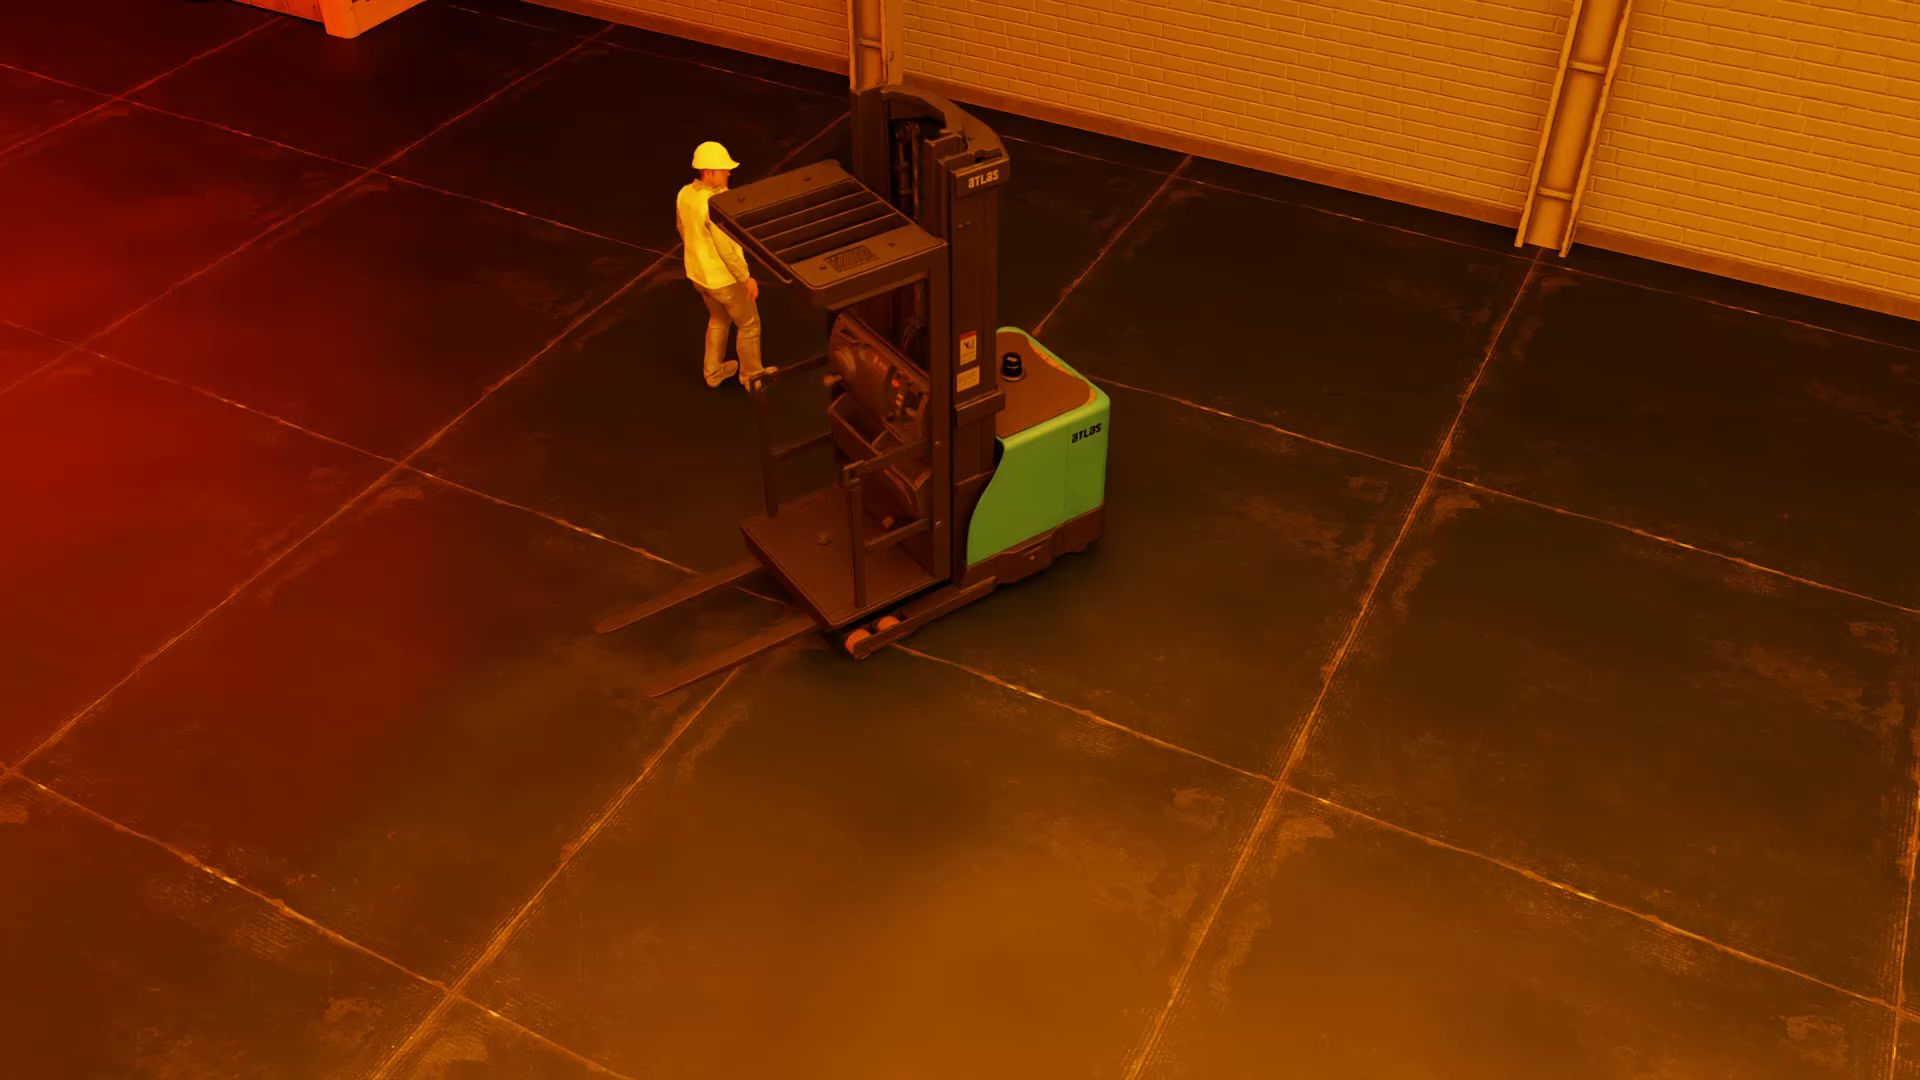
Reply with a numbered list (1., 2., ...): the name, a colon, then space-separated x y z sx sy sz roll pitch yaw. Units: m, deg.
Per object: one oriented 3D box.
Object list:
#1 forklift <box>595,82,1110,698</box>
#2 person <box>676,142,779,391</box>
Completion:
1. forklift: -0.617 -0.836 8.979 3.031 2.935 1.130 -24 46 -26
2. person: -1.559 -1.802 11.042 0.505 1.753 0.715 -31 49 -31
